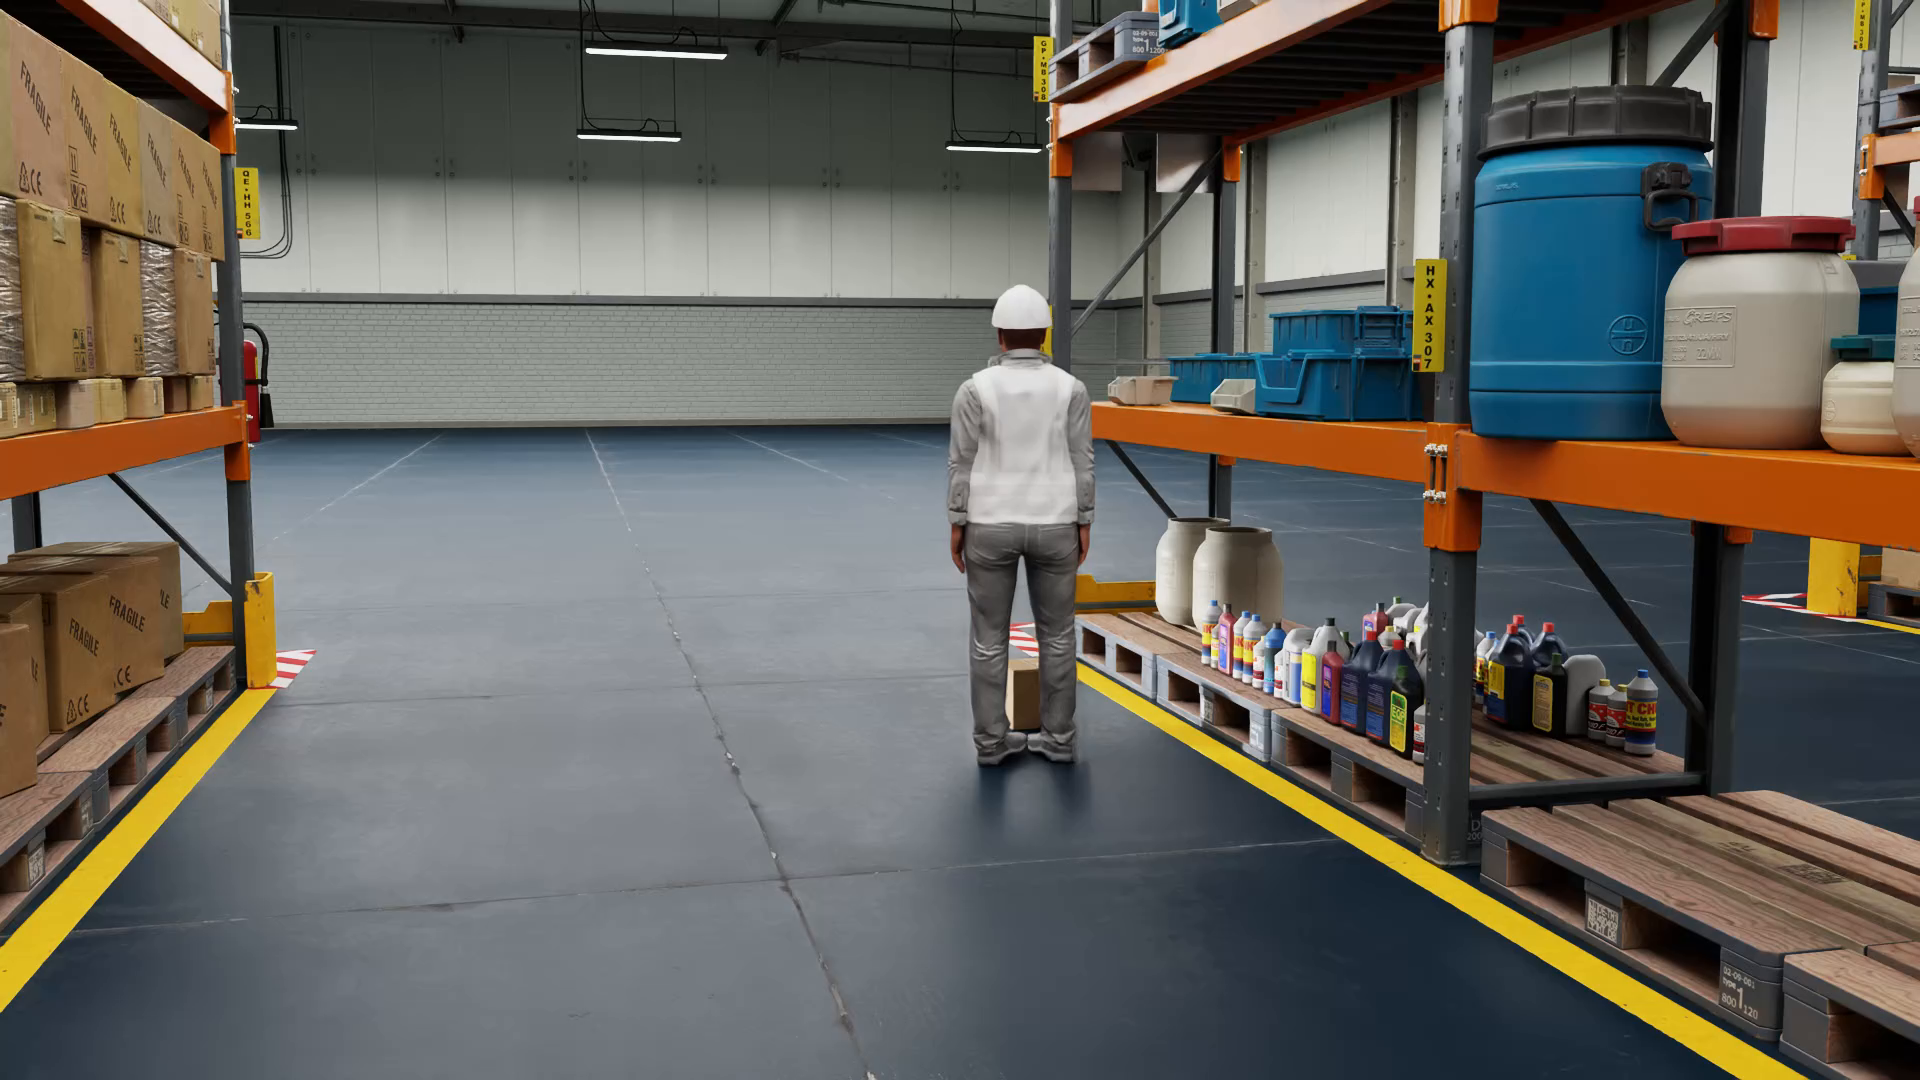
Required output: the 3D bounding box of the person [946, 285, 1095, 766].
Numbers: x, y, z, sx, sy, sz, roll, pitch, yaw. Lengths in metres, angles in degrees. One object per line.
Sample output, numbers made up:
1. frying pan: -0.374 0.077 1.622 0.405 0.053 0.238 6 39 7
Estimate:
1. person: 0.222 -0.050 6.222 0.552 1.783 0.417 0 6 -4
